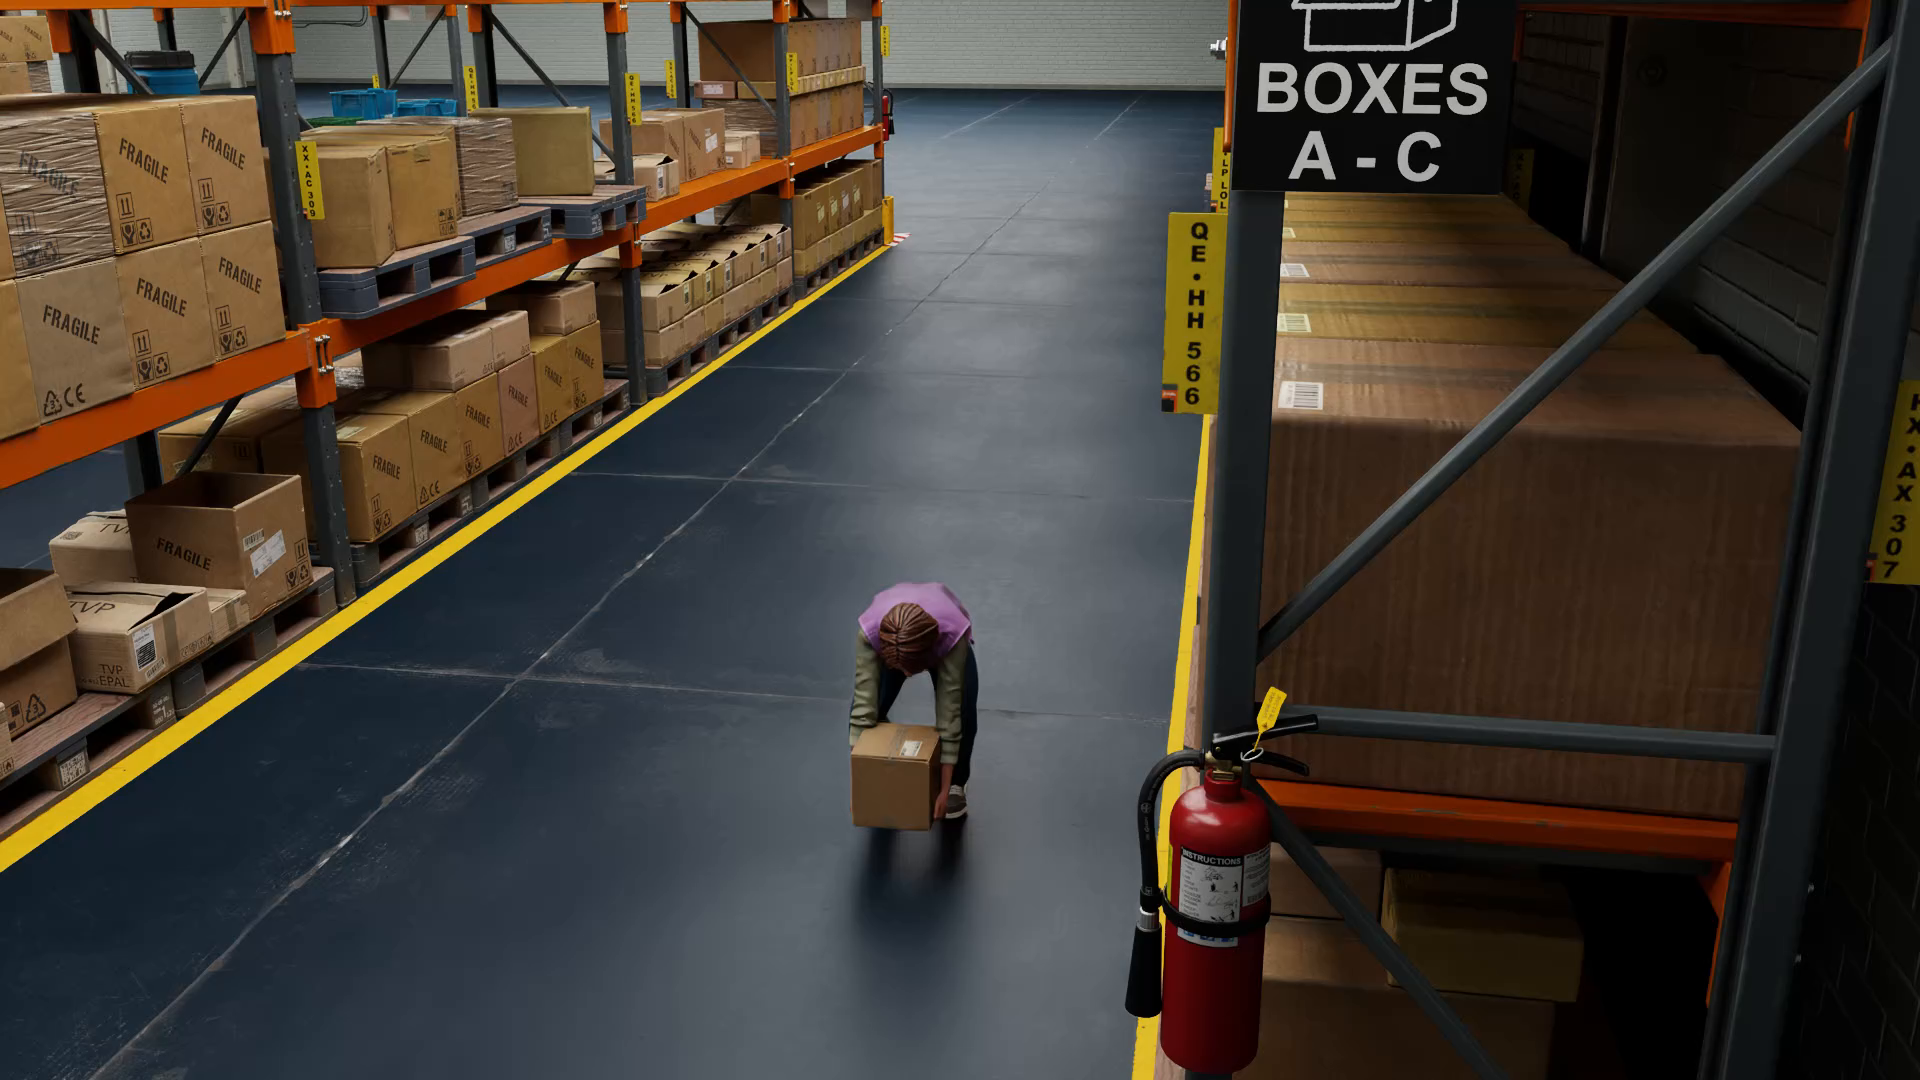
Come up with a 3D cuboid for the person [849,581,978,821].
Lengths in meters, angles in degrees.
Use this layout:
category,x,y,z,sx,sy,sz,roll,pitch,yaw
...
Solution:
category,x,y,z,sx,sy,sz,roll,pitch,yaw
person,-0.152,0.536,5.556,0.431,0.903,0.843,2,18,7
